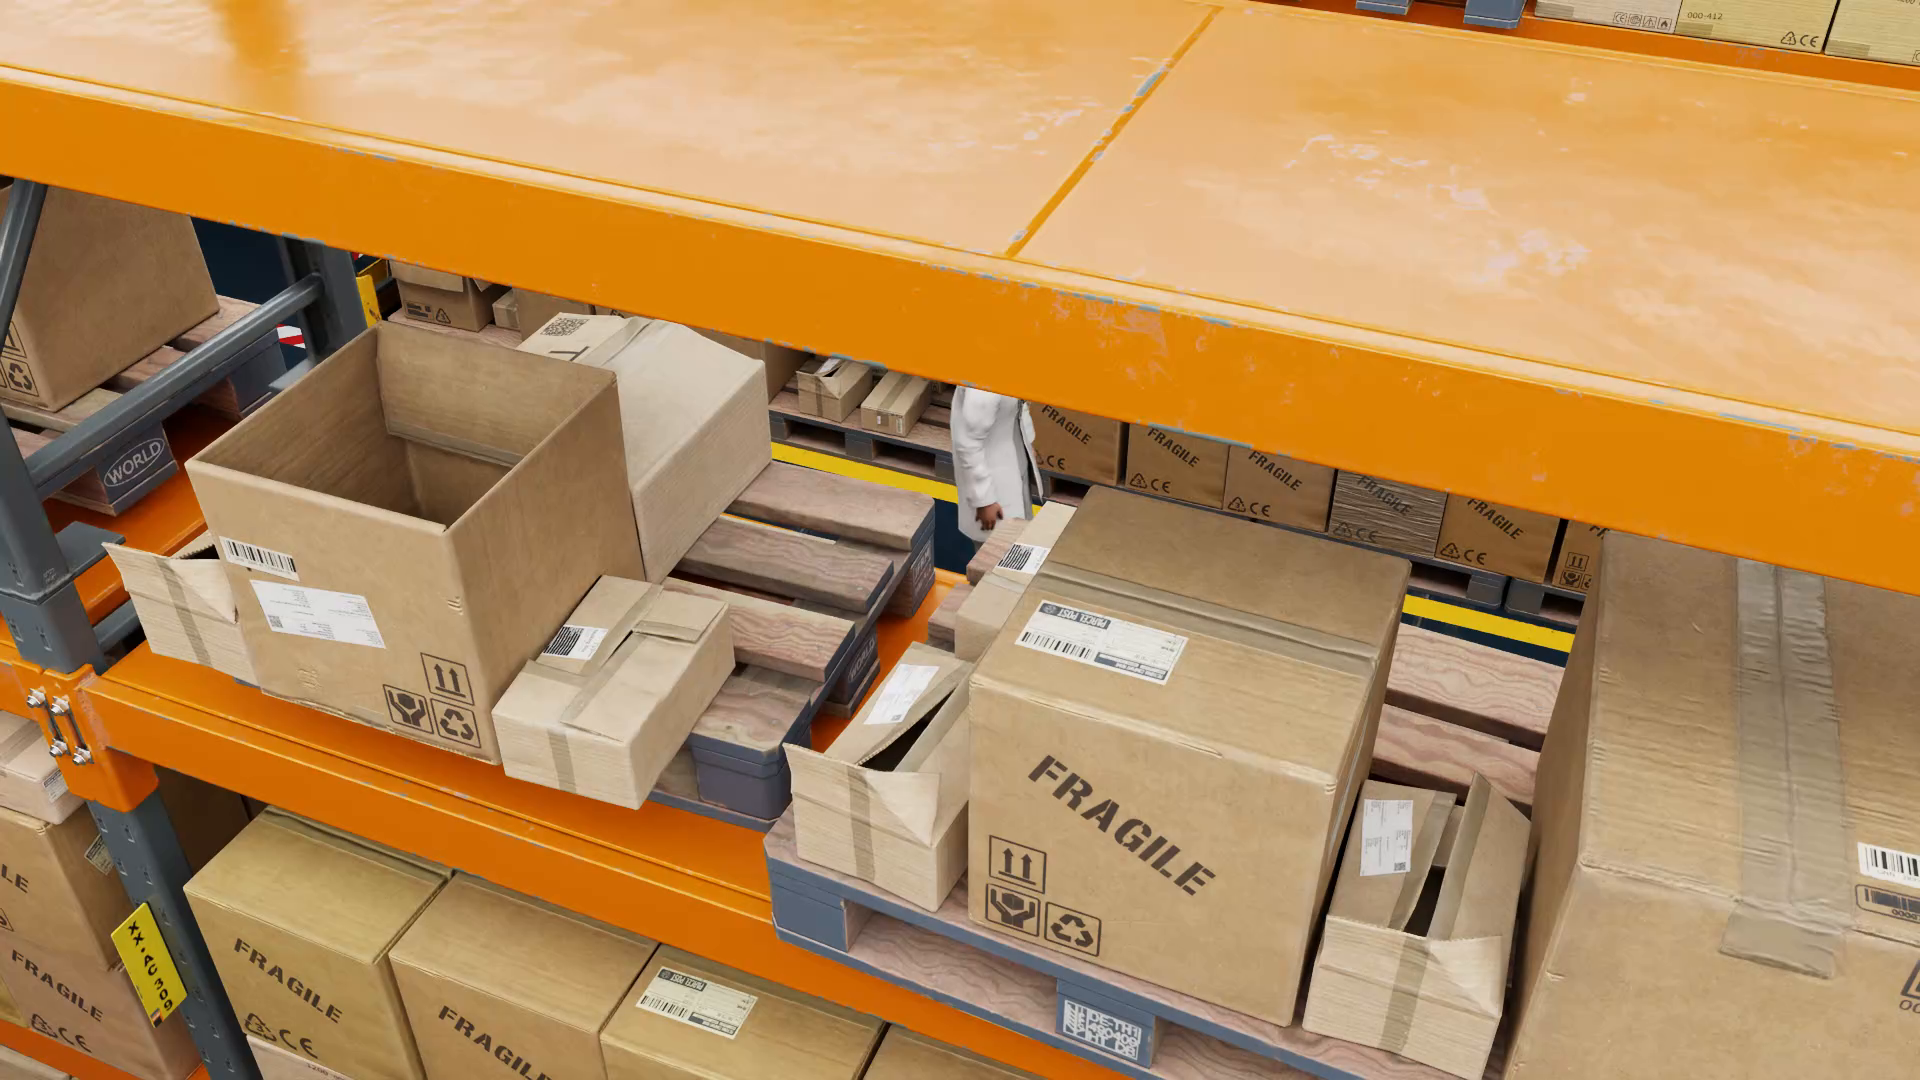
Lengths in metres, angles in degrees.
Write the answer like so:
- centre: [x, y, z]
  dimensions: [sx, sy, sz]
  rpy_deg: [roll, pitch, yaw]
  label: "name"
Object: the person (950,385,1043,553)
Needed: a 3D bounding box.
- centre: [0.180, -0.296, 7.227]
  dimensions: [0.427, 1.773, 0.640]
  rpy_deg: [13, 39, 16]
  label: "person"
